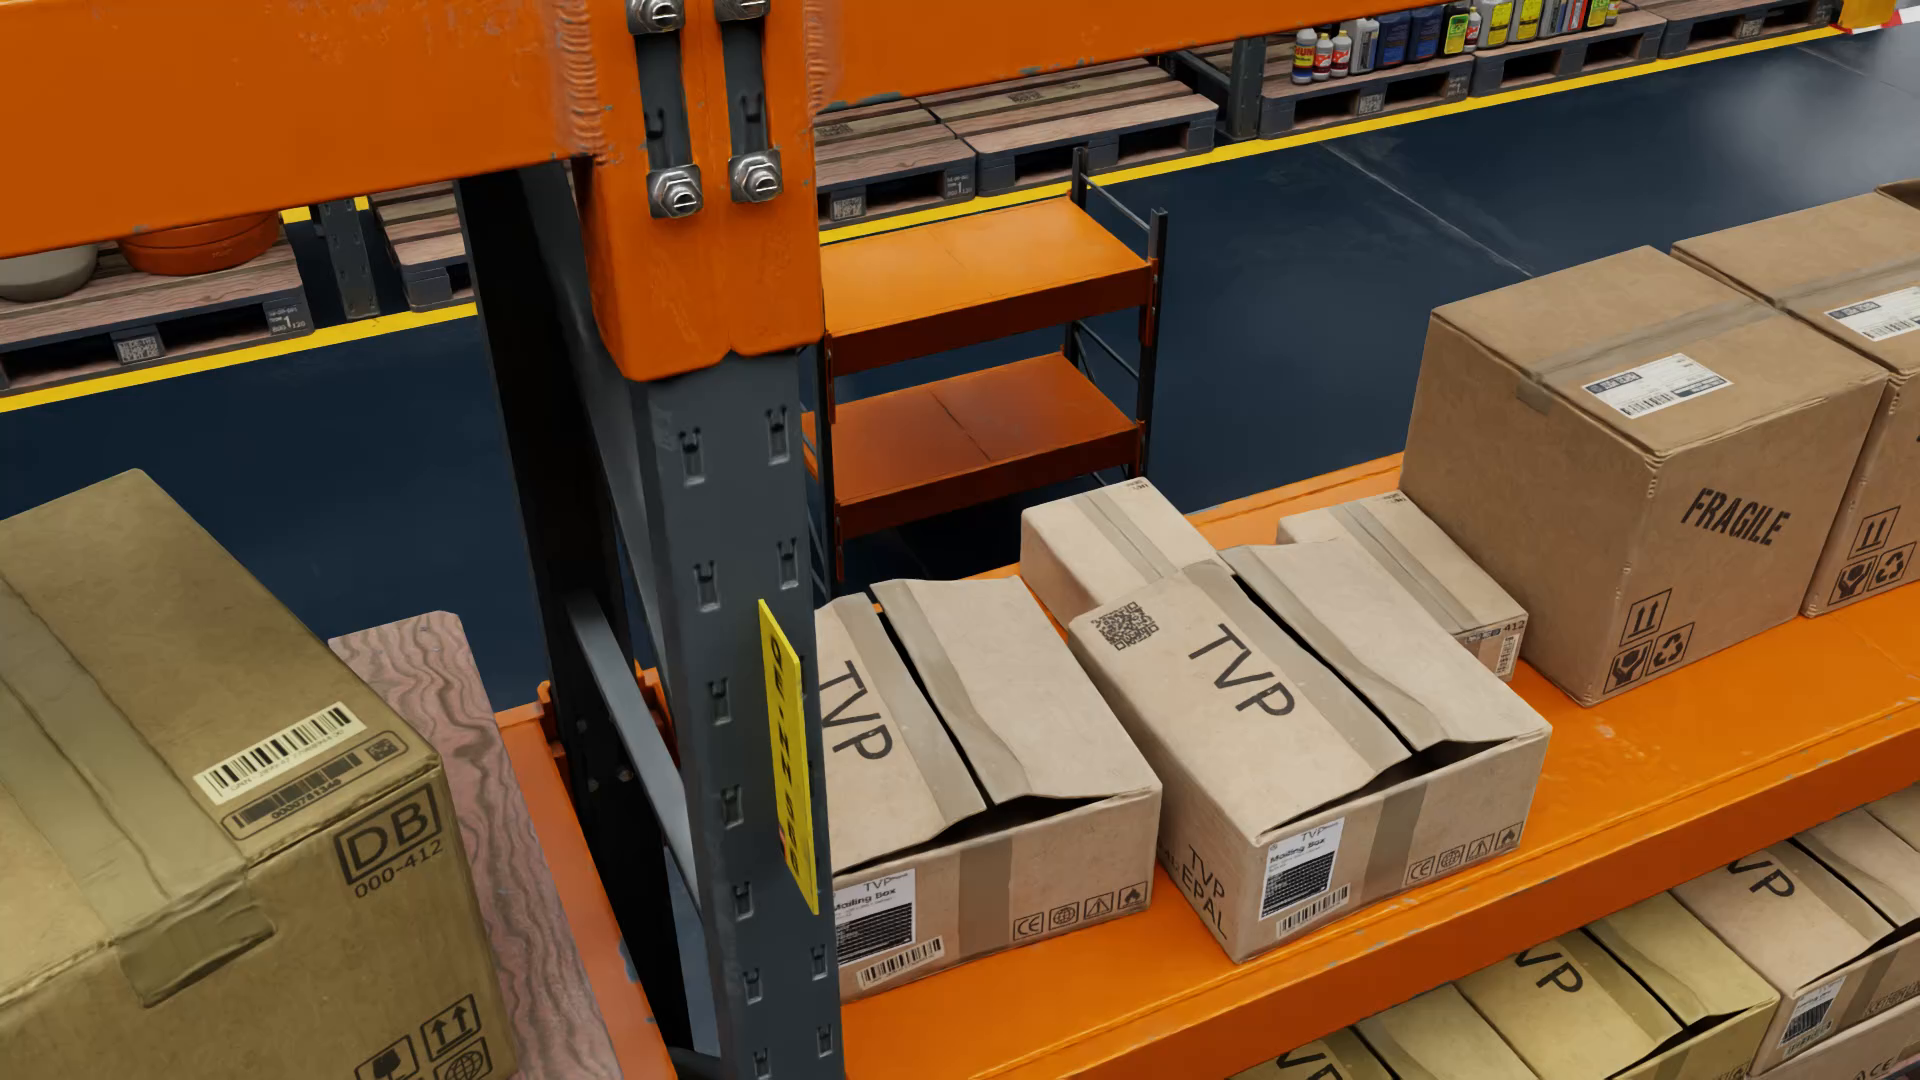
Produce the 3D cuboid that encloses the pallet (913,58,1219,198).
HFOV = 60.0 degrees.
[{"bbox_3d":[0.426,-1.995,7.763,1.213,0.211,1.003,-16,39,-20],"label":"pallet"}]

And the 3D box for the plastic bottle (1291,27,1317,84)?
[{"bbox_3d":[1.596,-2.260,7.700,0.097,0.271,0.097,0,37,0],"label":"plastic bottle"}]

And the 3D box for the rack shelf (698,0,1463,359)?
[{"bbox_3d":[1.412,-1.072,2.264,4.000,0.370,1.077,-16,39,-20],"label":"rack shelf"}]

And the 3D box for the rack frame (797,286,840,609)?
[{"bbox_3d":[-0.466,-0.321,4.739,0.032,1.125,0.500,-16,39,-20],"label":"rack frame"}]

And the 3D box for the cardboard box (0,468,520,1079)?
[{"bbox_3d":[-0.921,0.361,1.809,0.500,0.500,0.700,-30,46,-34],"label":"cardboard box"}]

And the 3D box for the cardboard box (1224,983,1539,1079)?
[{"bbox_3d":[0.672,0.949,2.938,0.500,0.311,0.500,-17,40,-21],"label":"cardboard box"}]

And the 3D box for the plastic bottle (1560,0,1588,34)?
[{"bbox_3d":[3.026,-2.680,8.262,0.135,0.276,0.152,-15,39,-20],"label":"plastic bottle"}]

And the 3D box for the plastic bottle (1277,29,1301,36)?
[{"bbox_3d":[1.643,-2.688,8.211,0.185,0.351,0.144,-16,39,-20],"label":"plastic bottle"}]

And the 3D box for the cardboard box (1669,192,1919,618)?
[{"bbox_3d":[1.590,-0.257,2.995,0.500,0.500,0.500,-16,39,-20],"label":"cardboard box"}]

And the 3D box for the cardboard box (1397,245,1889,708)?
[{"bbox_3d":[1.113,-0.124,2.815,0.500,0.500,0.500,-18,40,-22],"label":"cardboard box"}]

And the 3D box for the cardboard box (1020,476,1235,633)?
[{"bbox_3d":[0.298,0.074,2.843,0.250,0.149,0.380,-16,39,-20],"label":"cardboard box"}]

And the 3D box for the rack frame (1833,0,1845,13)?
[{"bbox_3d":[4.742,-4.347,8.593,0.127,3.000,1.000,-16,39,-20],"label":"rack frame"}]

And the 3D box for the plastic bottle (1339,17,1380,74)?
[{"bbox_3d":[1.877,-2.358,7.829,0.135,0.276,0.152,-14,39,-18],"label":"plastic bottle"}]

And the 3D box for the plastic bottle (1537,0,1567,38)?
[{"bbox_3d":[2.900,-2.645,8.215,0.135,0.276,0.152,-17,40,-21],"label":"plastic bottle"}]

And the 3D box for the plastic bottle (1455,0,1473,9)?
[{"bbox_3d":[2.498,-2.627,8.191,0.135,0.276,0.152,-16,39,-20],"label":"plastic bottle"}]

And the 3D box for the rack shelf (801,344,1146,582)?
[{"bbox_3d":[-0.006,-0.254,5.058,1.000,0.278,0.538,-16,39,-20],"label":"rack shelf"}]

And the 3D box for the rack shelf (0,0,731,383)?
[{"bbox_3d":[-2.209,-0.060,0.899,4.000,0.370,1.077,-16,39,-20],"label":"rack shelf"}]

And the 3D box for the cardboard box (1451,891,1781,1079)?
[{"bbox_3d":[1.135,0.821,3.110,0.500,0.311,0.500,-17,40,-21],"label":"cardboard box"}]

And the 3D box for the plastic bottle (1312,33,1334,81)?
[{"bbox_3d":[1.688,-2.258,7.756,0.097,0.201,0.097,0,37,0],"label":"plastic bottle"}]

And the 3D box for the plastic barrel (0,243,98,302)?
[{"bbox_3d":[-3.409,-1.168,6.042,0.421,0.512,0.421,0,37,0],"label":"plastic barrel"}]

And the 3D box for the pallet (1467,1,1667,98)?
[{"bbox_3d":[2.853,-2.674,8.677,1.213,0.211,1.003,-16,39,-20],"label":"pallet"}]

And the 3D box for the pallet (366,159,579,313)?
[{"bbox_3d":[-1.782,-1.378,6.930,1.213,0.211,1.003,-16,39,-20],"label":"pallet"}]

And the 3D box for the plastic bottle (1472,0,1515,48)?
[{"bbox_3d":[2.584,-2.584,8.070,0.185,0.351,0.144,-16,39,-20],"label":"plastic bottle"}]

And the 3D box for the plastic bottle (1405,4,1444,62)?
[{"bbox_3d":[2.199,-2.476,7.925,0.185,0.351,0.144,-17,40,-22],"label":"plastic bottle"}]

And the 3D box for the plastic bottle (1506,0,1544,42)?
[{"bbox_3d":[2.752,-2.631,8.133,0.185,0.351,0.144,-14,39,-18],"label":"plastic bottle"}]

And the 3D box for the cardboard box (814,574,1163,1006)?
[{"bbox_3d":[-0.051,0.317,2.379,0.500,0.311,0.500,-13,39,-17],"label":"cardboard box"}]

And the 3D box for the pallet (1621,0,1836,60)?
[{"bbox_3d":[3.955,-2.980,9.091,1.213,0.211,1.003,-16,39,-20],"label":"pallet"}]

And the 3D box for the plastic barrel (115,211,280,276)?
[{"bbox_3d":[-2.936,-1.486,6.205,0.708,0.830,0.600,-16,39,-20],"label":"plastic barrel"}]

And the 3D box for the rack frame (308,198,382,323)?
[{"bbox_3d":[-2.500,-2.322,5.863,0.127,3.000,1.000,-16,39,-20],"label":"rack frame"}]

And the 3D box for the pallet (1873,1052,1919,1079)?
[{"bbox_3d":[1.466,0.976,3.757,1.213,0.211,1.003,-16,39,-20],"label":"pallet"}]

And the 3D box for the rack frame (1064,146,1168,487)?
[{"bbox_3d":[0.454,-0.579,5.086,0.032,1.125,0.500,-16,39,-20],"label":"rack frame"}]

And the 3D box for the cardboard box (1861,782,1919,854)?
[{"bbox_3d":[2.056,0.565,3.455,0.500,0.311,0.500,-16,39,-20],"label":"cardboard box"}]

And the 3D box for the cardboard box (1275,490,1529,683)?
[{"bbox_3d":[0.732,0.098,2.811,0.250,0.149,0.380,-13,38,-17],"label":"cardboard box"}]

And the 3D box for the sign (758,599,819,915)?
[{"bbox_3d":[-0.160,0.207,1.548,0.005,0.325,0.100,-16,39,-20],"label":"sign"}]

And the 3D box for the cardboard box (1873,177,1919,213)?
[{"bbox_3d":[2.043,-0.384,3.166,0.500,0.500,0.500,-13,38,-17],"label":"cardboard box"}]

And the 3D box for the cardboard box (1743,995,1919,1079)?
[{"bbox_3d":[1.587,0.919,3.448,0.500,0.250,0.500,-15,39,-19],"label":"cardboard box"}]

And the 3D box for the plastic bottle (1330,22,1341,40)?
[{"bbox_3d":[1.831,-2.419,7.904,0.133,0.283,0.061,-16,39,-20],"label":"plastic bottle"}]

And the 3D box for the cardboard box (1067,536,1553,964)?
[{"bbox_3d":[0.493,0.264,2.451,0.500,0.311,0.500,-16,39,-20],"label":"cardboard box"}]

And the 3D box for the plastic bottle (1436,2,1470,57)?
[{"bbox_3d":[2.366,-2.468,7.971,0.133,0.283,0.061,-14,39,-18],"label":"plastic bottle"}]

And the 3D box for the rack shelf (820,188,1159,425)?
[{"bbox_3d":[-0.006,-0.685,4.738,1.000,0.278,0.538,-16,39,-20],"label":"rack shelf"}]

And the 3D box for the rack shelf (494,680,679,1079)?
[{"bbox_3d":[-2.209,1.145,1.792,4.000,0.370,1.077,-16,39,-20],"label":"rack shelf"}]

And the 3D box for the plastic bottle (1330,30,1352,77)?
[{"bbox_3d":[1.780,-2.283,7.790,0.097,0.201,0.097,0,37,0],"label":"plastic bottle"}]

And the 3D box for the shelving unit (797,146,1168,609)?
[{"bbox_3d":[-0.006,-0.450,4.913,1.048,1.125,0.538,-16,39,-20],"label":"shelving unit"}]

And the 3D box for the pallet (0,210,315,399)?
[{"bbox_3d":[-3.196,-0.980,6.395,1.213,0.211,1.003,-16,39,-20],"label":"pallet"}]

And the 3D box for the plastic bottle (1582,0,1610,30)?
[{"bbox_3d":[3.168,-2.692,8.273,0.133,0.283,0.061,-15,39,-19],"label":"plastic bottle"}]

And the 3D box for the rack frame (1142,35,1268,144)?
[{"bbox_3d":[1.121,-3.335,7.228,0.127,3.000,1.000,-16,39,-20],"label":"rack frame"}]

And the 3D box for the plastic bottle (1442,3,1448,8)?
[{"bbox_3d":[2.316,-2.501,8.026,0.097,0.271,0.097,0,37,0],"label":"plastic bottle"}]

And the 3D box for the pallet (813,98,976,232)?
[{"bbox_3d":[-0.679,-1.684,7.343,1.213,0.211,1.003,-16,39,-20],"label":"pallet"}]

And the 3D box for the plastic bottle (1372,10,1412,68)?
[{"bbox_3d":[2.028,-2.428,7.860,0.185,0.351,0.144,-15,39,-19],"label":"plastic bottle"}]

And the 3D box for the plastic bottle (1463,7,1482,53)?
[{"bbox_3d":[2.465,-2.475,8.049,0.097,0.201,0.097,0,37,0],"label":"plastic bottle"}]

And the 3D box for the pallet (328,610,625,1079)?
[{"bbox_3d":[-0.983,0.636,2.035,1.003,0.211,1.213,-16,39,-20],"label":"pallet"}]

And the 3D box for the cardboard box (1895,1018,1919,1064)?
[{"bbox_3d":[2.048,0.791,3.621,0.500,0.250,0.500,-15,39,-19],"label":"cardboard box"}]

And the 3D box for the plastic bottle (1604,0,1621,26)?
[{"bbox_3d":[3.266,-2.699,8.350,0.097,0.201,0.097,0,37,0],"label":"plastic bottle"}]

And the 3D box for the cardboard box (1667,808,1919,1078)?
[{"bbox_3d":[1.600,0.690,3.286,0.500,0.311,0.500,-16,39,-21],"label":"cardboard box"}]

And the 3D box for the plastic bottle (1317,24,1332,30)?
[{"bbox_3d":[1.841,-2.711,8.304,0.135,0.276,0.152,-16,39,-20],"label":"plastic bottle"}]

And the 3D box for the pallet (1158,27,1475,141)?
[{"bbox_3d":[1.747,-2.362,8.258,1.213,0.211,1.003,-16,39,-20],"label":"pallet"}]

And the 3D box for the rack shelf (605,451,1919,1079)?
[{"bbox_3d":[1.412,0.133,3.157,4.000,0.370,1.077,-16,39,-20],"label":"rack shelf"}]

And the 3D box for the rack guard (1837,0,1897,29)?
[{"bbox_3d":[4.693,-3.299,9.278,0.348,0.500,1.175,-16,39,-20],"label":"rack guard"}]
